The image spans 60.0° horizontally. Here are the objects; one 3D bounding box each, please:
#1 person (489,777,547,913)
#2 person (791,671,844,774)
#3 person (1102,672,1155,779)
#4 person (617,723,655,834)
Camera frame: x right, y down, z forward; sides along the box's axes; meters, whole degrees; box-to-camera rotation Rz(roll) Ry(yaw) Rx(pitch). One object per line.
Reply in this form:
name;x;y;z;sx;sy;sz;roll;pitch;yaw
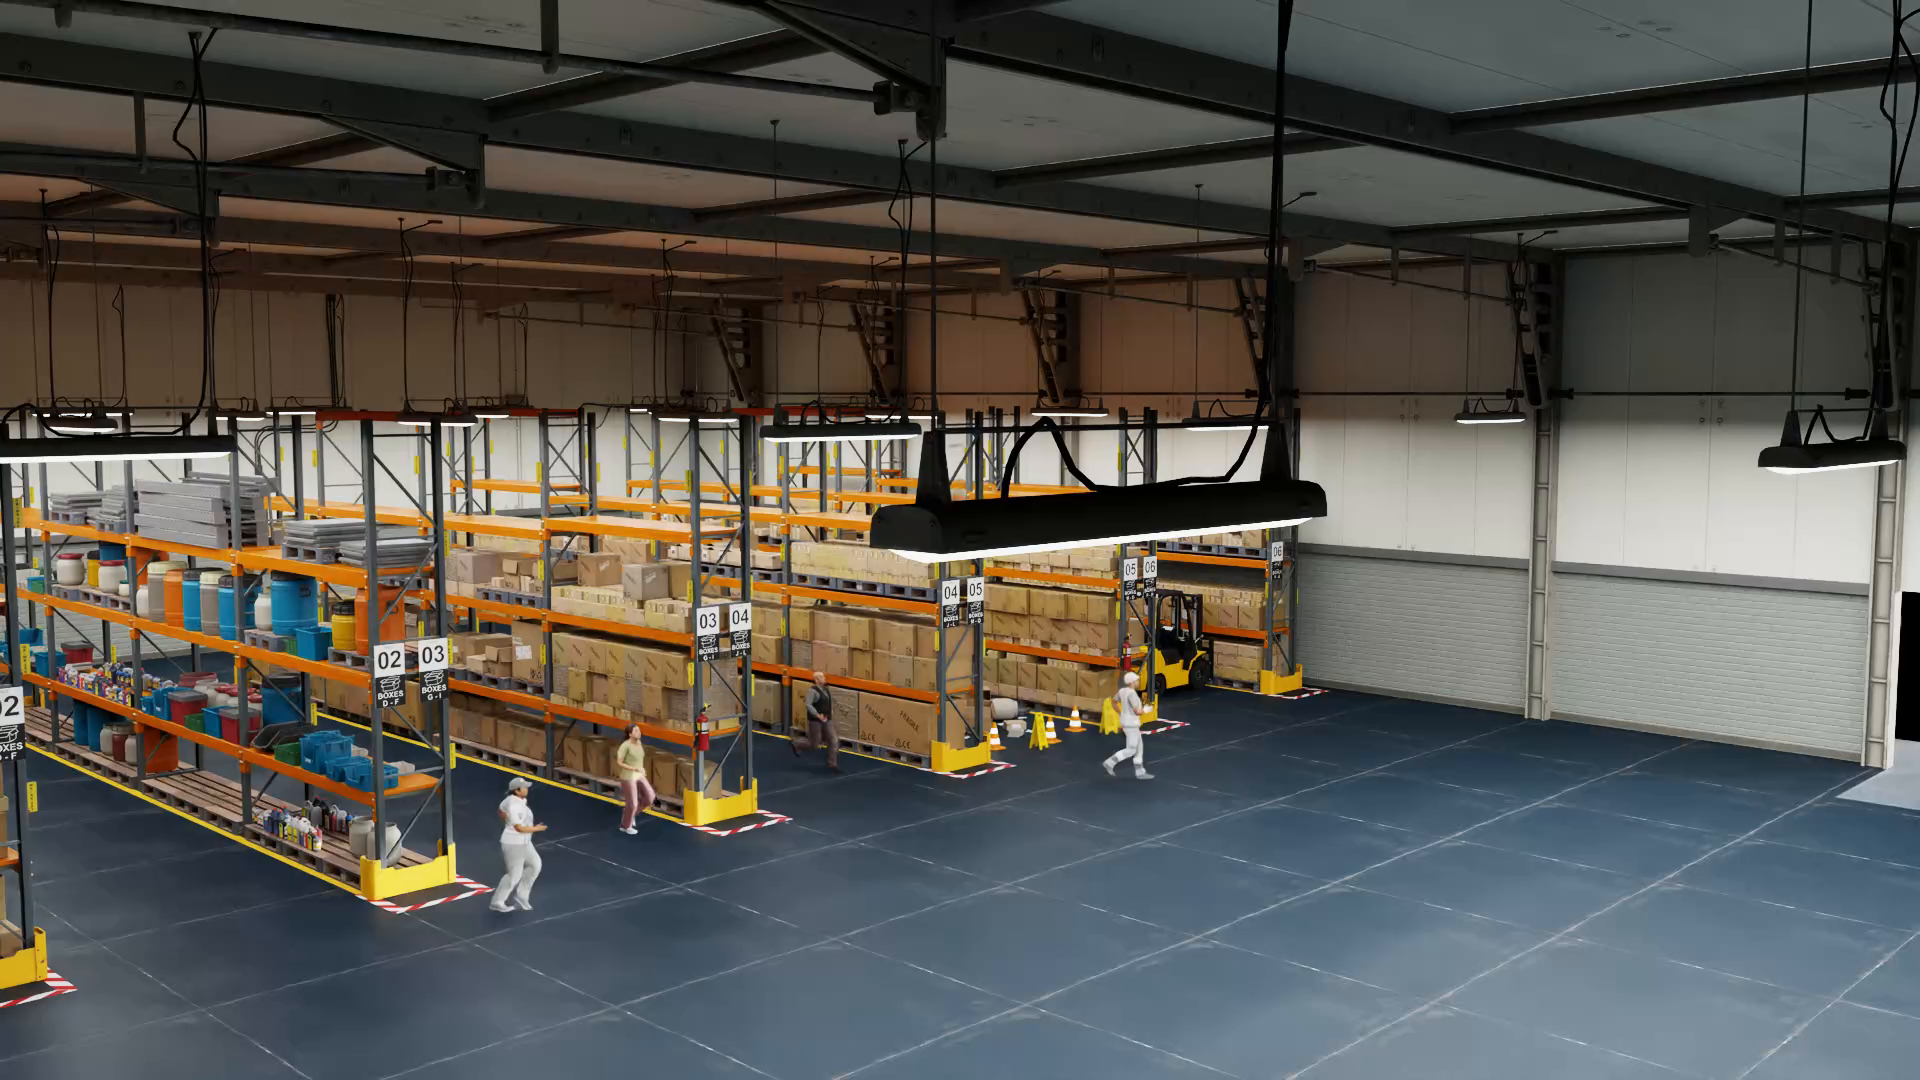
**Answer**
person;-5.368;3.731;20.239;0.687;1.719;0.618;-1;5;-12
person;-2.380;3.045;27.857;0.993;1.710;0.643;3;6;33
person;2.742;3.031;27.061;0.908;1.770;0.668;-1;5;-11
person;-4.670;3.428;23.842;0.566;1.601;0.587;3;6;29
